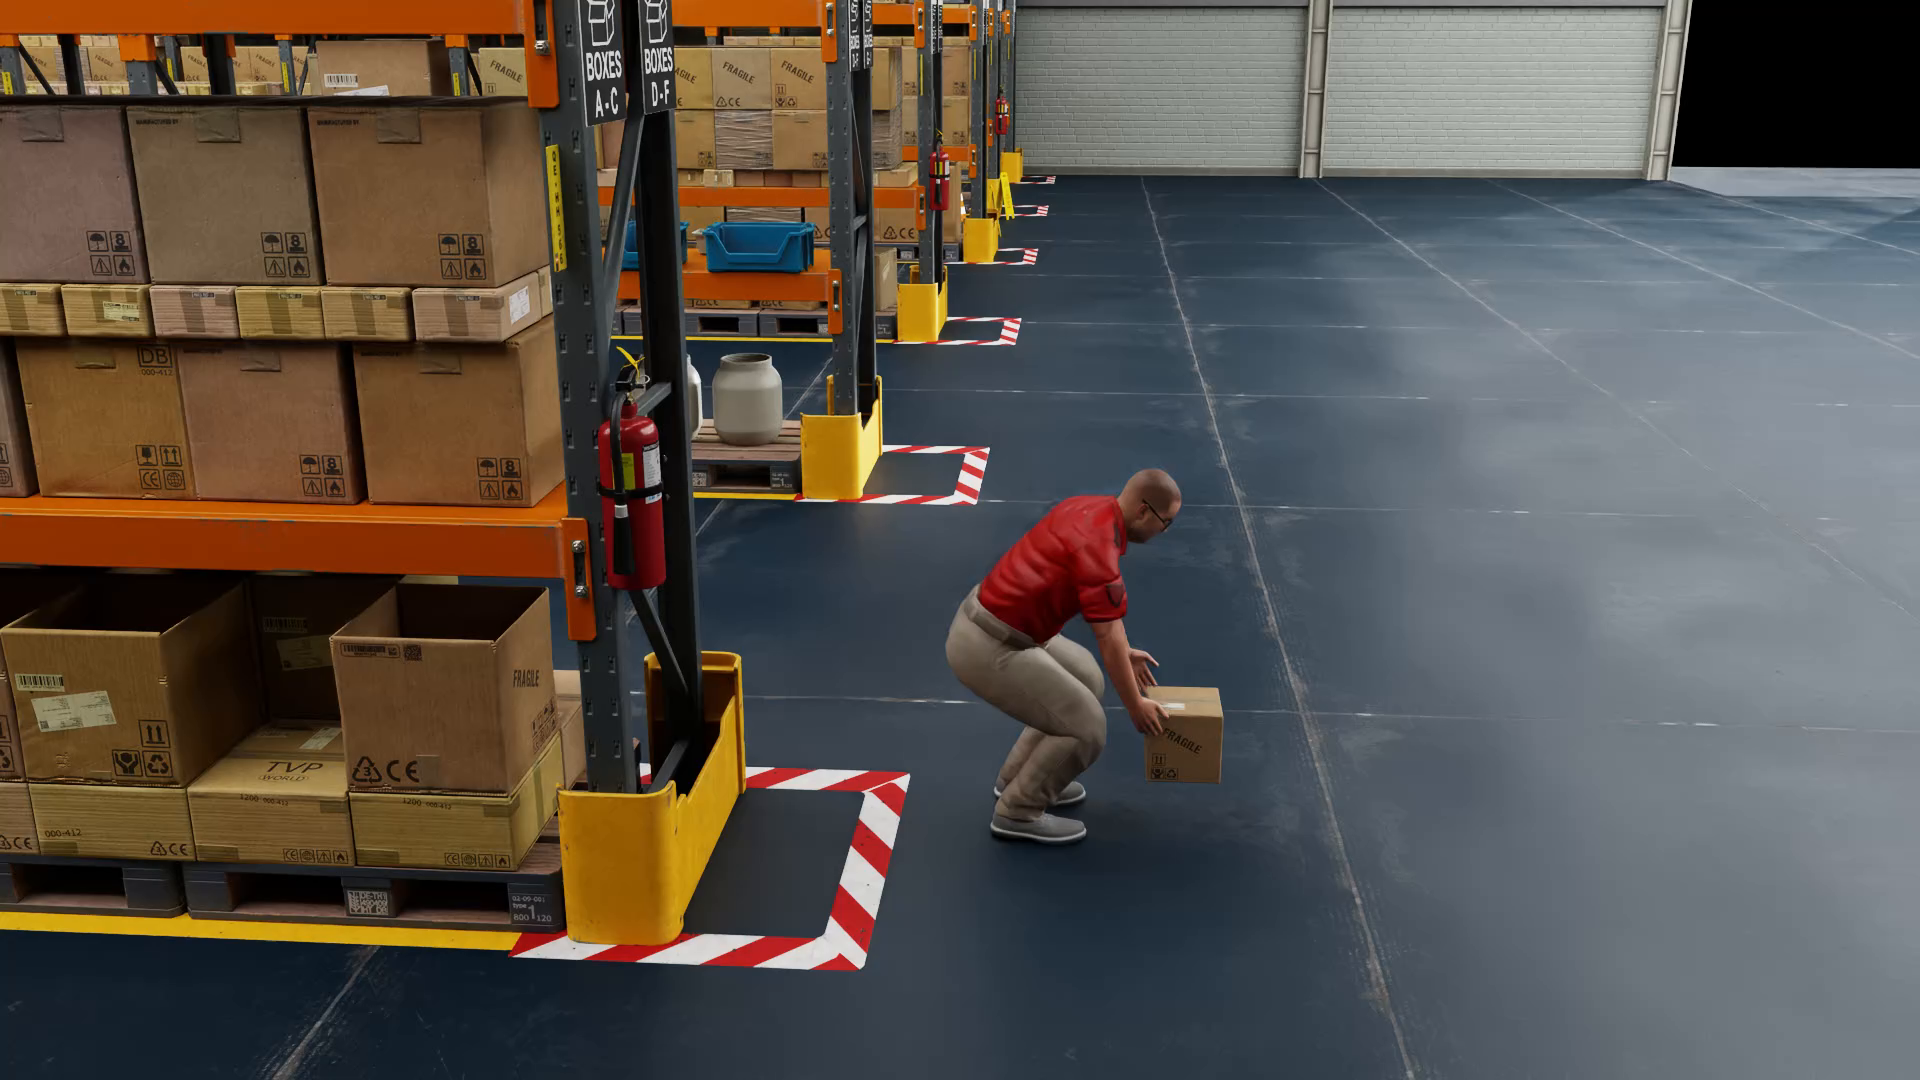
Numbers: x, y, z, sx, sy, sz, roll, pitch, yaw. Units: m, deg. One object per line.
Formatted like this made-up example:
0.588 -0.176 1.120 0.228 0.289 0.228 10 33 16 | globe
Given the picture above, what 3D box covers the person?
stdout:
0.347 0.364 5.701 0.778 1.263 0.587 1 17 4 | person
